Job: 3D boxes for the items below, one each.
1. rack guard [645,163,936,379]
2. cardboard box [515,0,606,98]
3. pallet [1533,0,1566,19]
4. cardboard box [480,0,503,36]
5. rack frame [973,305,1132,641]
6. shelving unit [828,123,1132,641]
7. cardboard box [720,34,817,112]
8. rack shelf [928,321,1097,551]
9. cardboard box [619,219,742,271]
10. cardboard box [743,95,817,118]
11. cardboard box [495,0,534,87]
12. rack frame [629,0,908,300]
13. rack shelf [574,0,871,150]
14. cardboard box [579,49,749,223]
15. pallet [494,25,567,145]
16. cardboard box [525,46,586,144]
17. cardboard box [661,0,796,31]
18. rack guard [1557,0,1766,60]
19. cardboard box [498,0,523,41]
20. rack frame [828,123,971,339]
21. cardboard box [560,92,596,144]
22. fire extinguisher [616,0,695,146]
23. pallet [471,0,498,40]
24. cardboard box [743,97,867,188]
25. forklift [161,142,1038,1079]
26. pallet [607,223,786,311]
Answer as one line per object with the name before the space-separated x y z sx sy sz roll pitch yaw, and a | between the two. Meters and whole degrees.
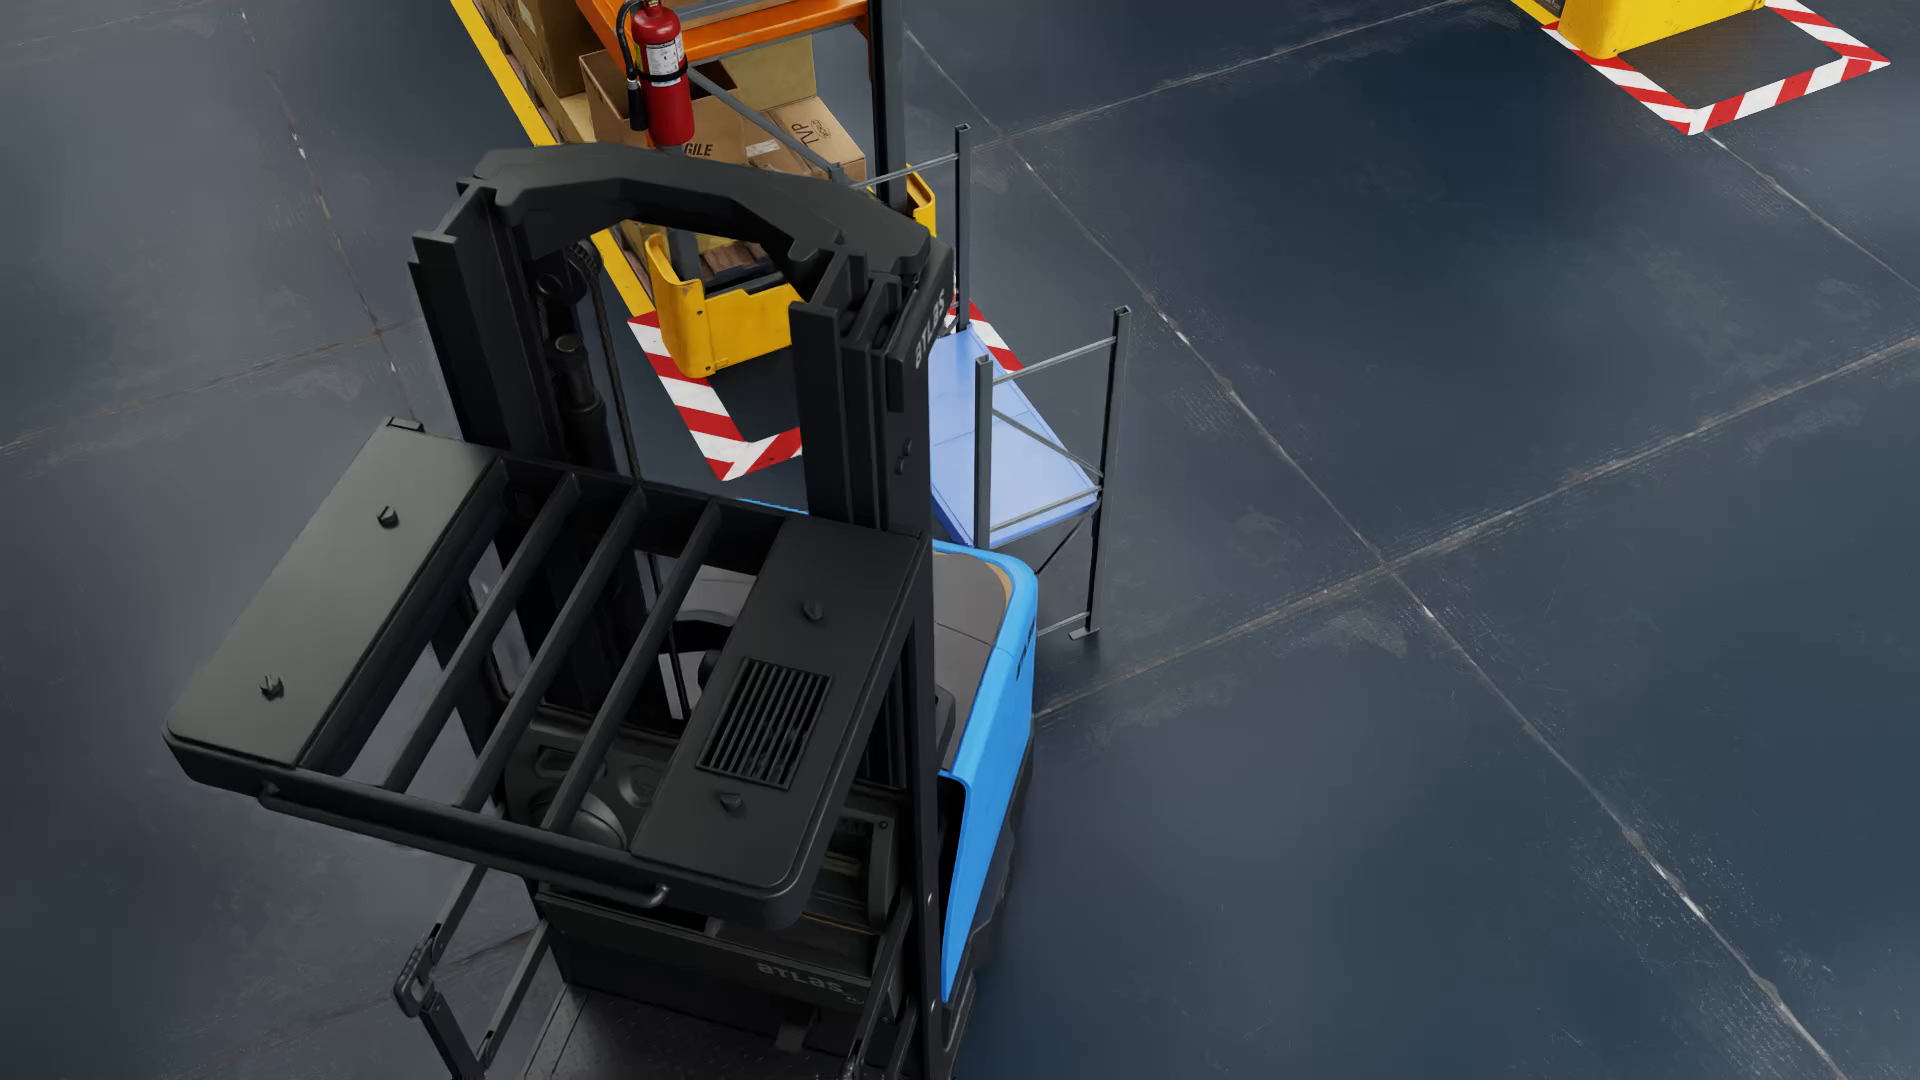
rack guard | -0.678 -1.126 6.903 1.175 0.500 0.348 -21 52 -18
cardboard box | -1.669 -2.366 7.376 0.500 0.500 0.500 -21 52 -18
pallet | 3.274 -3.331 9.023 1.003 0.211 1.213 -21 52 -18
cardboard box | -2.128 -2.788 8.243 0.500 0.250 0.500 -21 52 -18
rack frame | 0.272 -0.096 5.338 0.500 1.500 0.032 -21 52 -18
shelving unit | 0.039 -0.437 5.636 0.538 1.500 1.048 -21 52 -18
cardboard box | -0.967 -2.215 7.244 0.500 0.500 0.500 -21 52 -18
rack shelf | 0.039 -0.318 5.771 0.538 0.185 1.000 -21 52 -18
cardboard box | -1.197 -1.455 7.078 0.500 0.250 0.500 -21 52 -18
cardboard box | -0.968 -1.967 7.525 0.500 0.250 0.500 -21 52 -18
cardboard box | -1.894 -2.455 7.952 0.500 0.250 0.500 -21 52 -18
rack frame | -0.689 -1.965 5.976 1.000 3.000 0.127 -21 52 -18
rack shelf | -1.604 -3.067 7.417 1.077 0.370 4.000 -21 52 -18
cardboard box | -1.199 -1.701 6.795 0.500 0.500 0.500 -21 52 -18
pallet | -1.630 -2.360 8.174 1.003 0.211 1.213 -21 52 -18
cardboard box | -1.667 -2.120 7.659 0.500 0.250 0.500 -21 52 -18
cardboard box | -0.891 -2.315 6.215 0.700 0.500 0.500 -21 52 -18
rack guard | 3.641 -2.880 8.437 1.175 0.500 0.348 -21 52 -18
cardboard box | -1.897 -2.701 7.669 0.500 0.500 0.500 -21 52 -18
rack frame | -0.194 -0.777 5.933 0.500 1.500 0.032 -21 52 -18
cardboard box | -1.436 -1.786 7.367 0.500 0.250 0.500 -21 52 -18
fire extinguisher | -1.047 -1.701 5.796 0.296 0.674 0.183 -21 52 -18
pallet | -2.192 -3.178 8.889 1.003 0.211 1.213 -21 52 -18
cardboard box | -0.736 -1.634 7.234 0.500 0.250 0.500 -21 52 -18
forklift | -0.653 0.771 3.628 1.130 2.935 3.031 12 50 10
pallet | -1.076 -1.545 7.461 1.003 0.211 1.213 -21 52 -18
